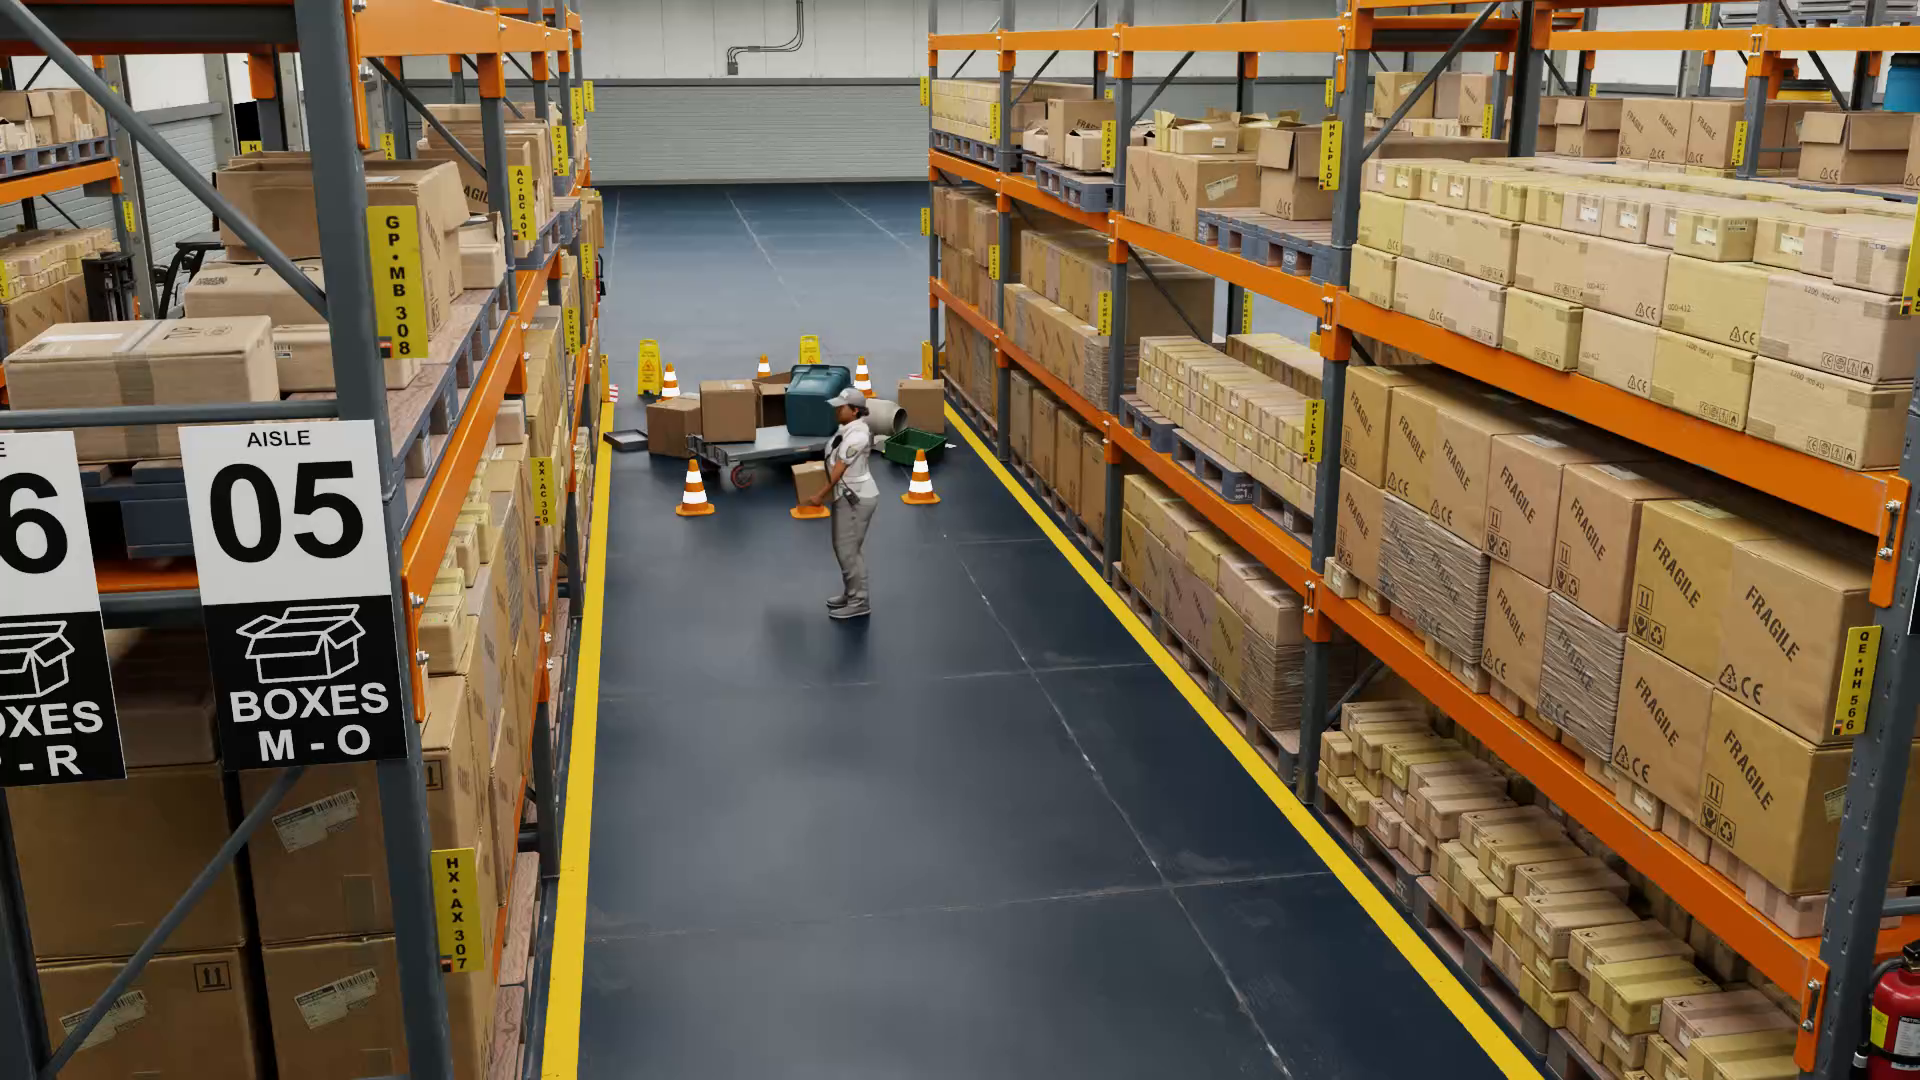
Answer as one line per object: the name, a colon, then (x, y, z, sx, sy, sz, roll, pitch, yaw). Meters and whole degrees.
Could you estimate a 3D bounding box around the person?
person: (3.173, -8.401, 31.784, 16.727, 6.007, 40.629, -3, 17, -11)
